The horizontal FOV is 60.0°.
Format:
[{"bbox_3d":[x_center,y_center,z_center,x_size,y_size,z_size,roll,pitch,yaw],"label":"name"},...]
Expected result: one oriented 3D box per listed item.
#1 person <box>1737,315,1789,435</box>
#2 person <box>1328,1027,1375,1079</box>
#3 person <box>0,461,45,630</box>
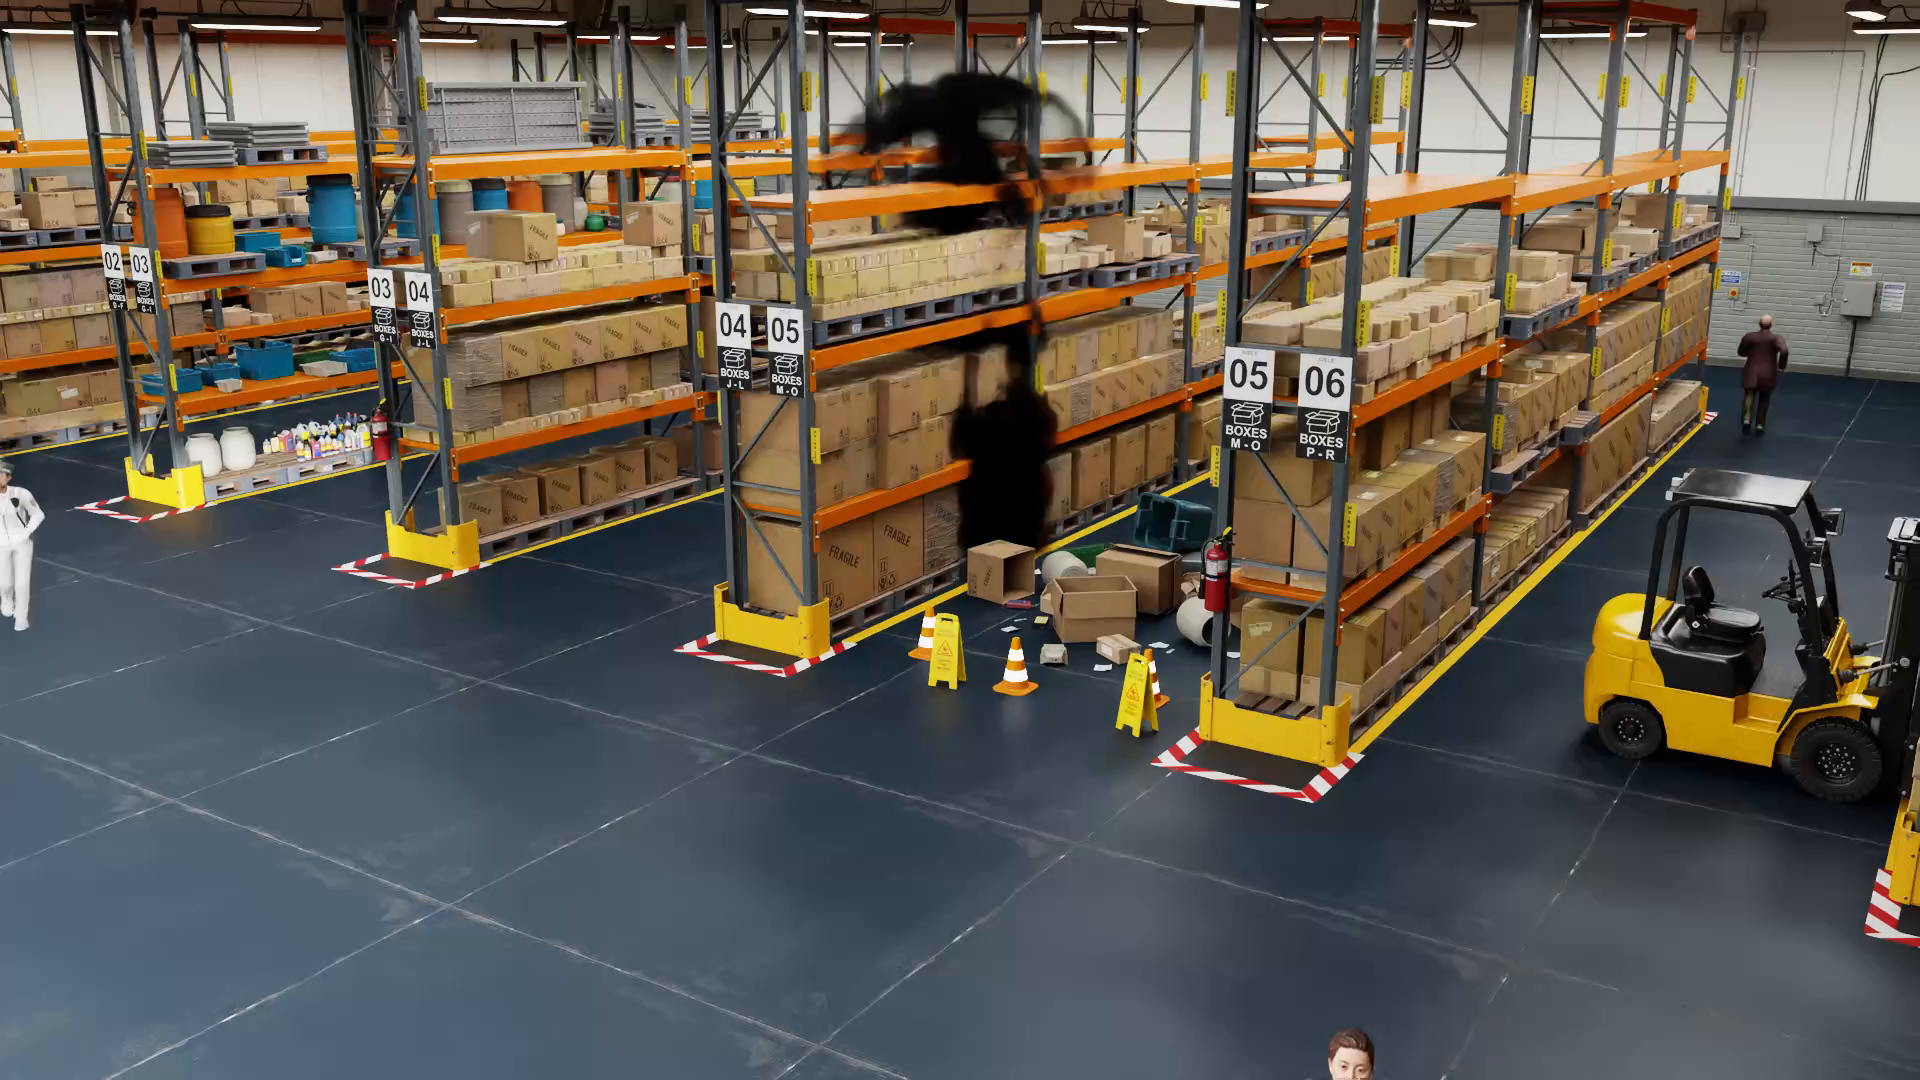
[{"bbox_3d":[11.833,-2.442,24.591,0.712,1.780,1.003,9,18,29],"label":"person"},{"bbox_3d":[1.517,2.676,6.570,0.617,1.636,0.560,4,16,15],"label":"person"},{"bbox_3d":[-9.121,0.041,16.007,0.606,1.671,0.575,-7,17,-22],"label":"person"}]
